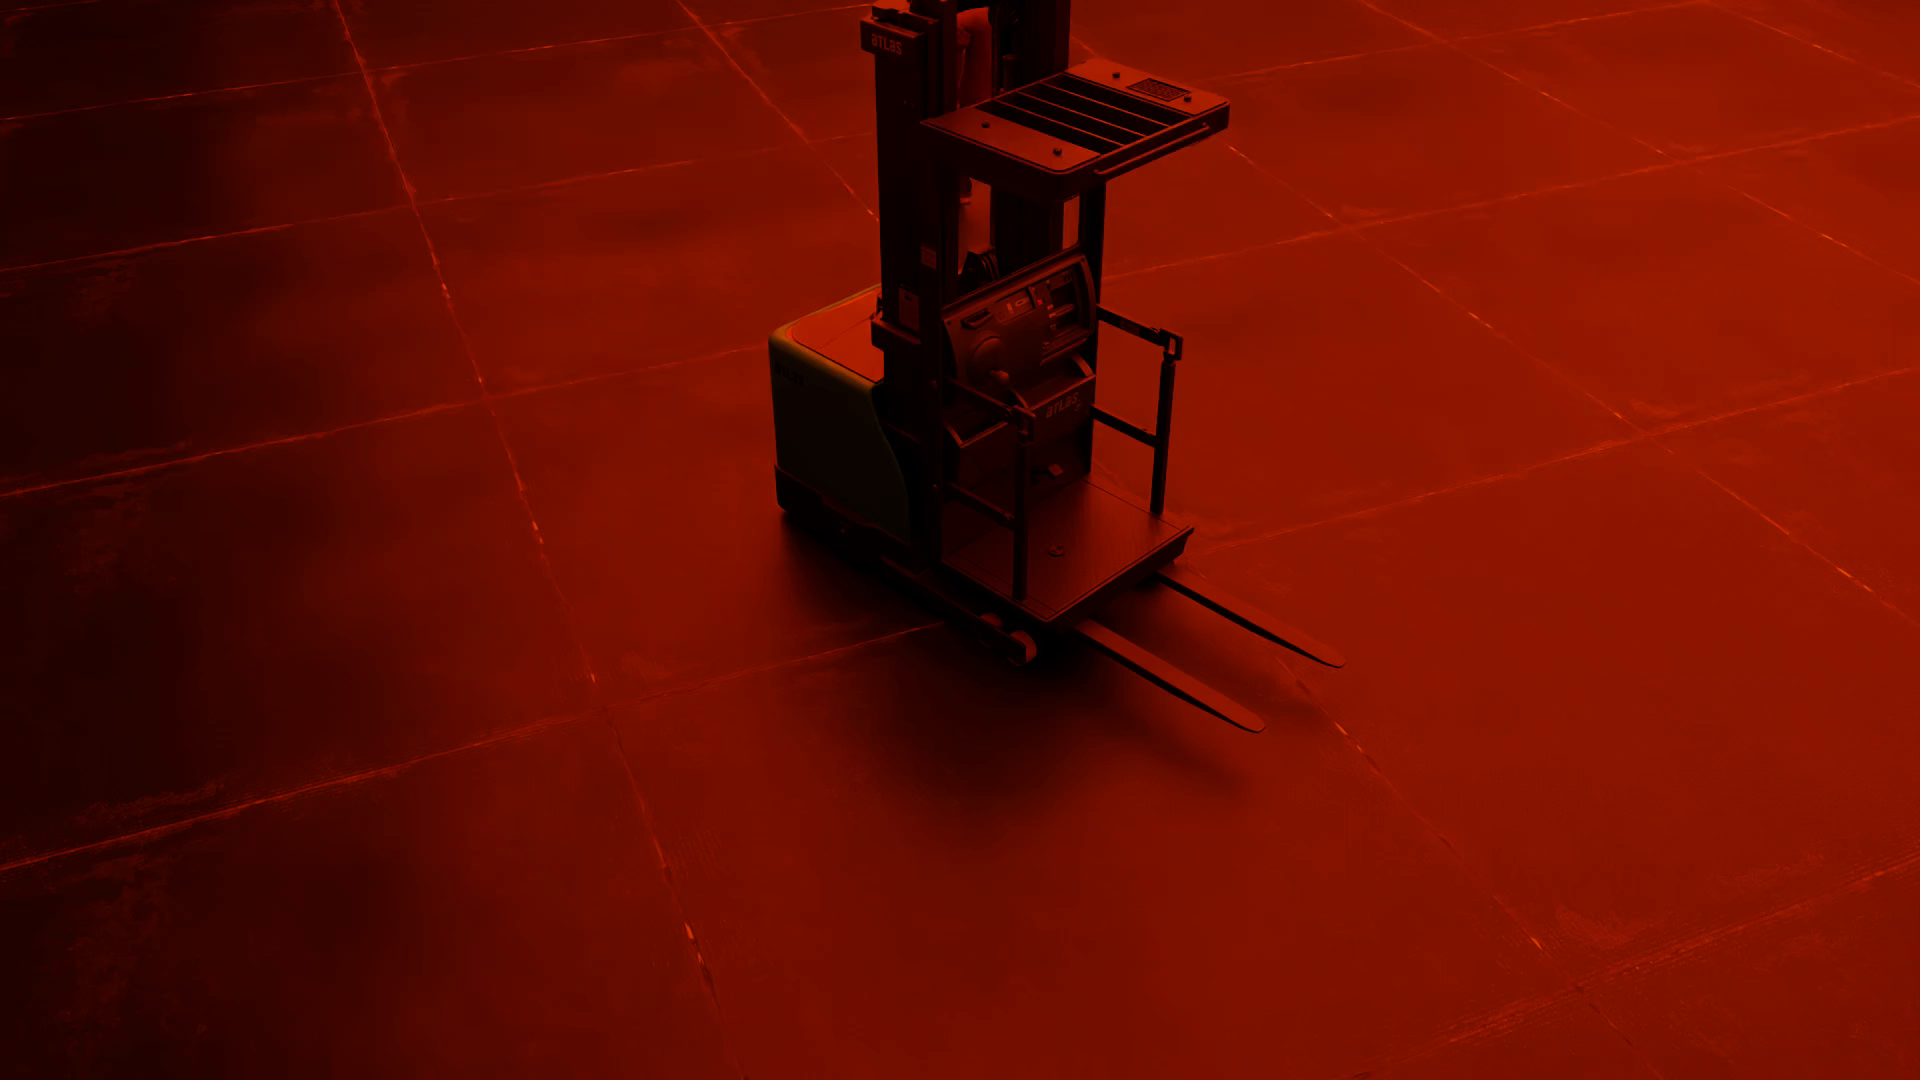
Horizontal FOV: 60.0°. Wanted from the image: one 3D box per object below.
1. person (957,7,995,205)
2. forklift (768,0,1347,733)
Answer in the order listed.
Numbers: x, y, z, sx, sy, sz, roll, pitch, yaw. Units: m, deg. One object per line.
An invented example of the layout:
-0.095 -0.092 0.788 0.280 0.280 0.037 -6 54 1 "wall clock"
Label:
0.189 -3.121 11.544 0.682 1.821 0.593 -7 36 -10 "person"
0.432 -0.946 7.429 3.031 2.935 1.130 30 45 35 "forklift"
